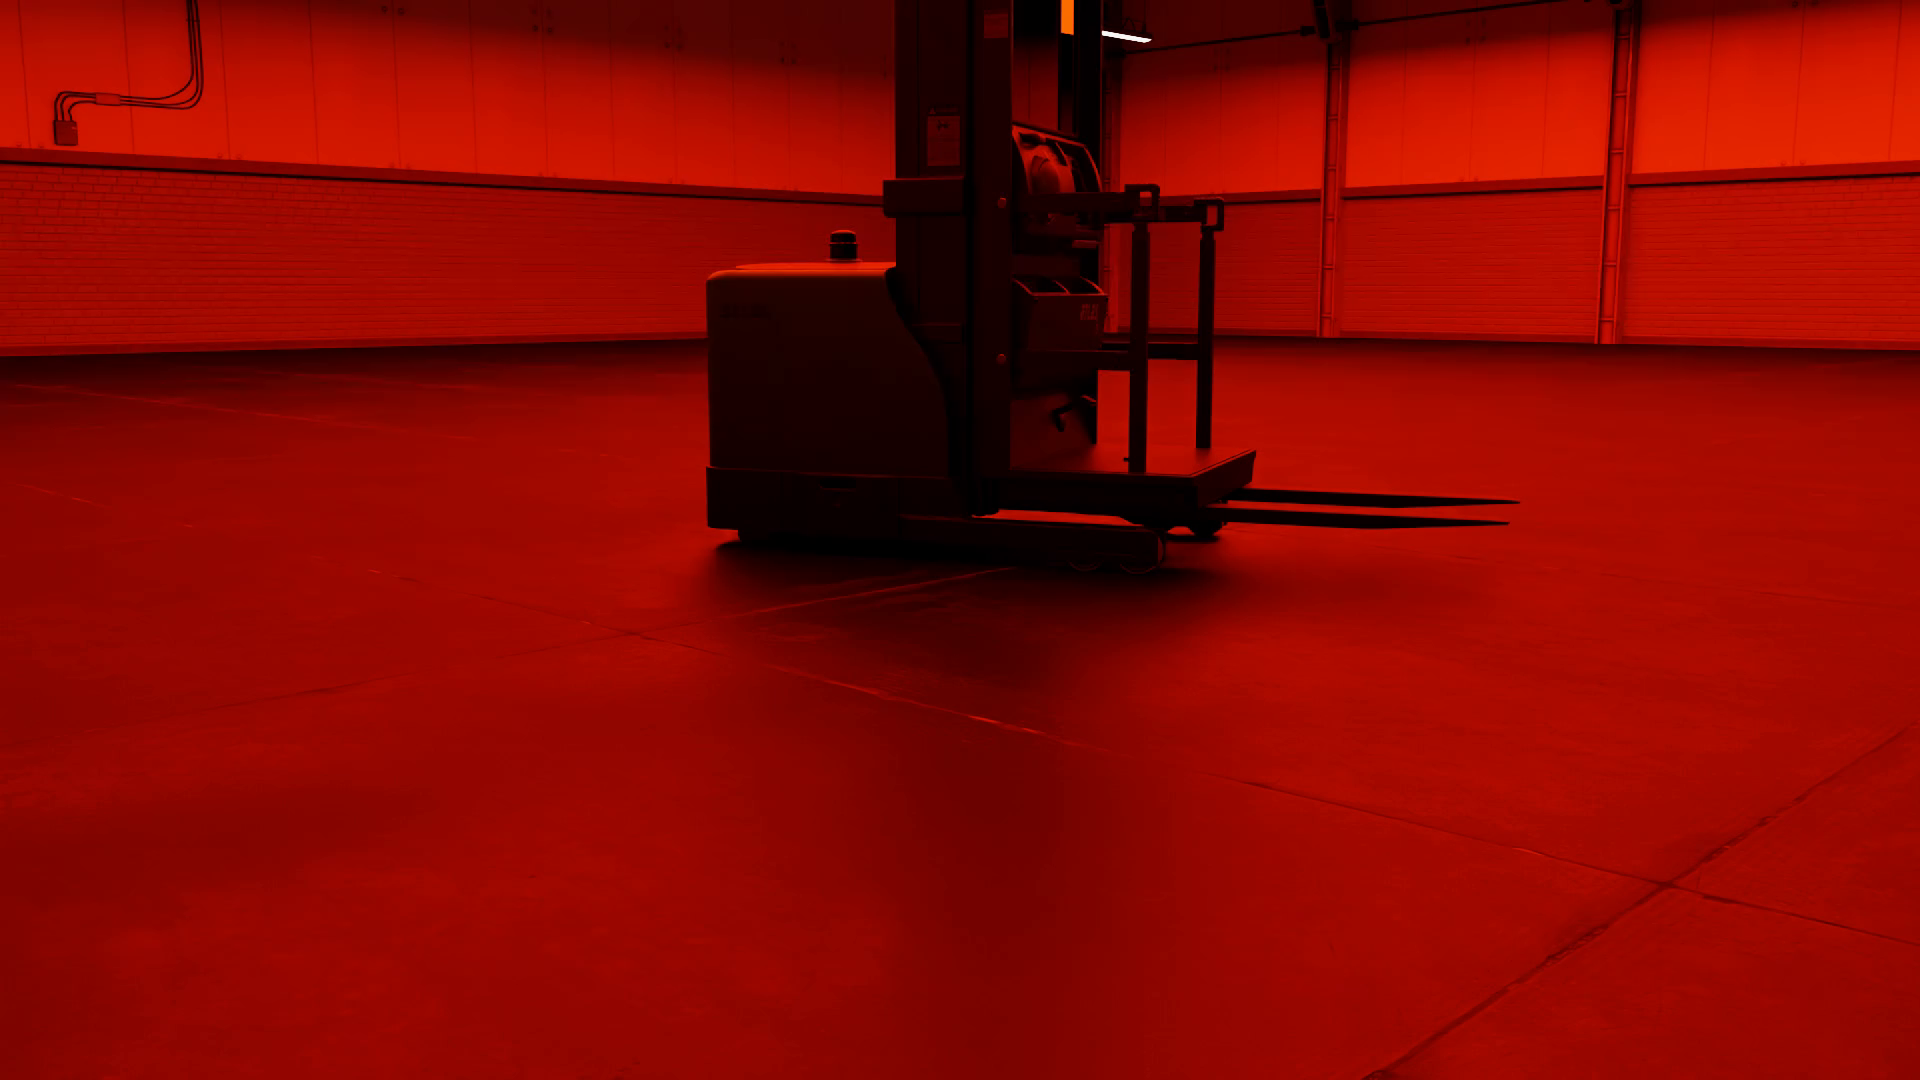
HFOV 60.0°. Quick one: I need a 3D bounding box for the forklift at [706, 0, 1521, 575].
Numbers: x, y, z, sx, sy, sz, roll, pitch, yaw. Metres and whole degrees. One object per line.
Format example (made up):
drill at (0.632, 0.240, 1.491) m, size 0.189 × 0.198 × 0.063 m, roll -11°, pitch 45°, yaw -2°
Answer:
forklift at (0.565, -1.416, 6.275) m, size 3.031 × 2.935 × 1.130 m, roll 3°, pitch 9°, yaw 22°
